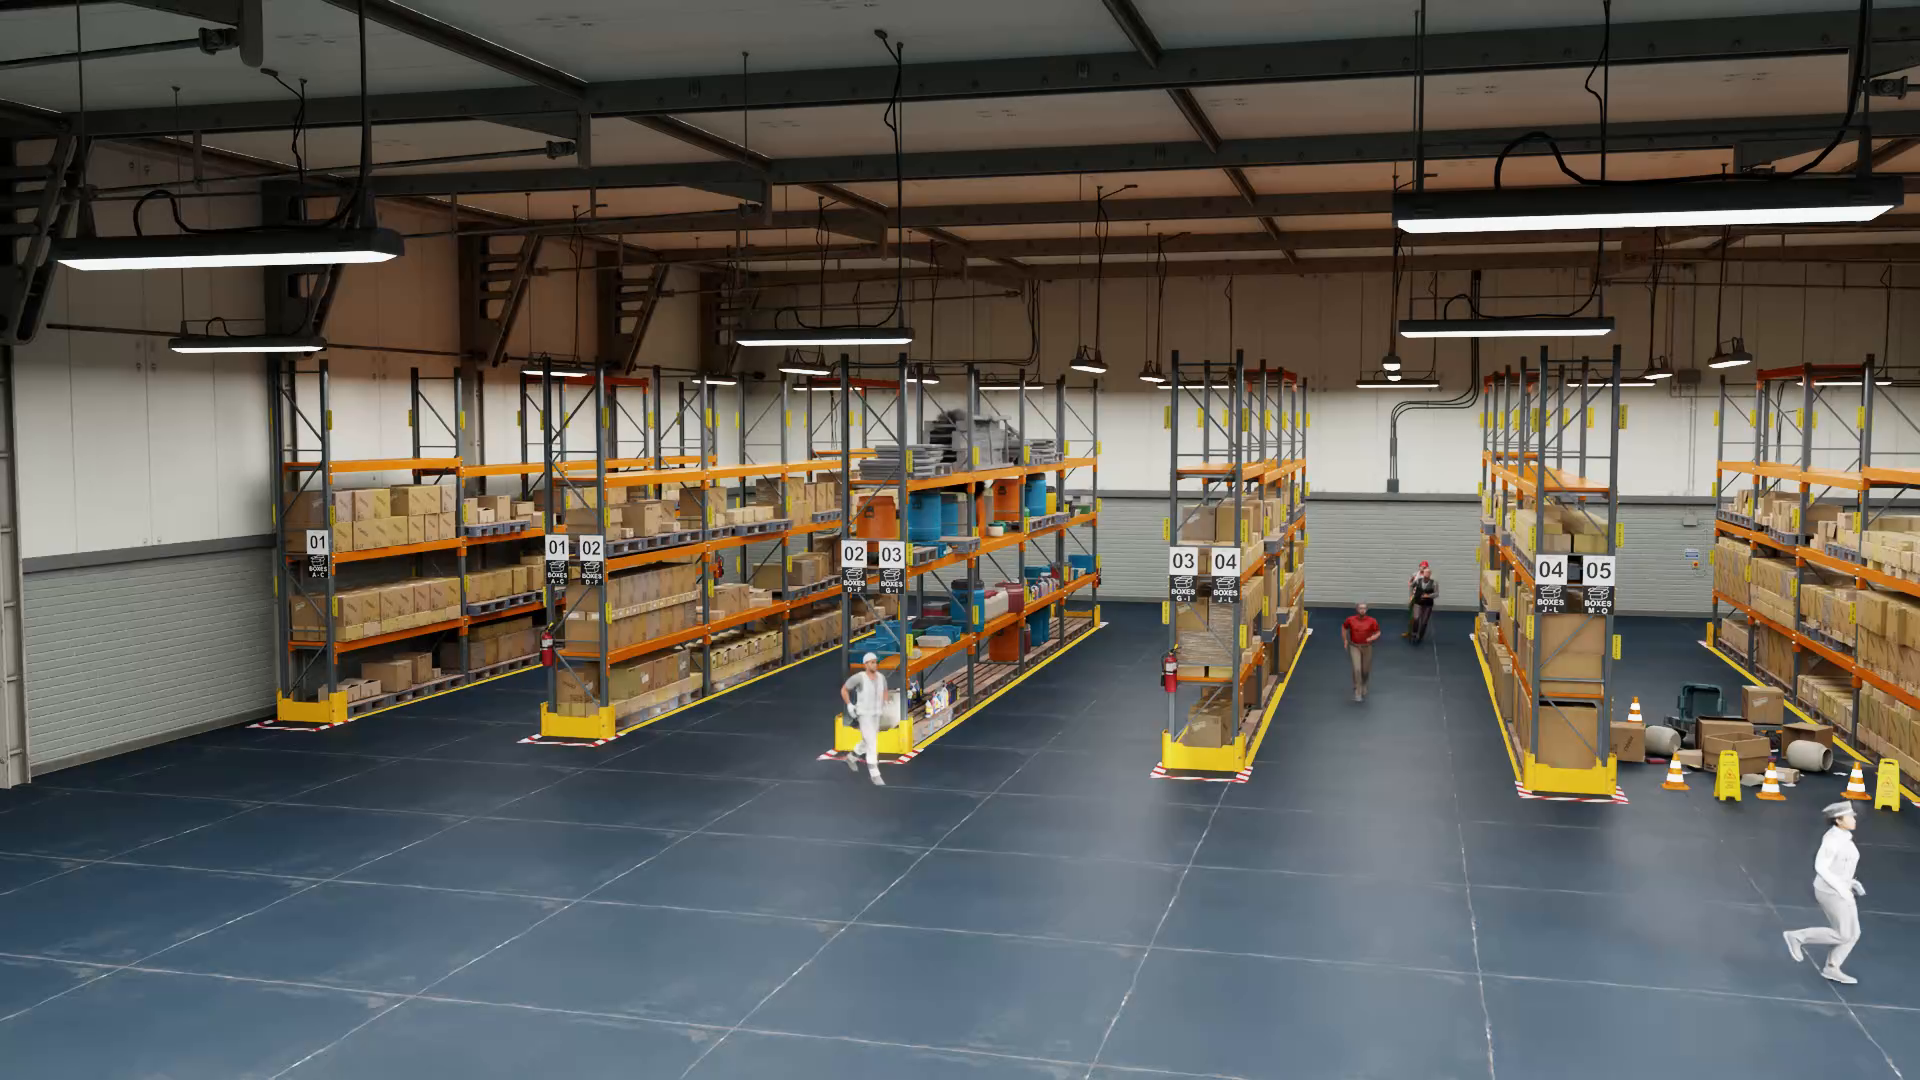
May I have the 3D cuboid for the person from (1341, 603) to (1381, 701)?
[{"bbox_3d":[7.210,1.981,29.900,0.679,1.726,0.898,1,4,8],"label":"person"}]

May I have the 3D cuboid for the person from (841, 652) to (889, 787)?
[{"bbox_3d":[-1.281,2.454,23.123,0.676,1.801,0.945,-4,6,-42],"label":"person"}]

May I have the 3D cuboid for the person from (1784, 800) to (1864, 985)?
[{"bbox_3d":[7.745,3.121,14.892,0.593,1.642,0.603,3,5,40],"label":"person"}]

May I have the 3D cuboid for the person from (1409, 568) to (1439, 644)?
[{"bbox_3d":[10.380,1.476,37.206,0.641,1.690,0.671,1,4,15],"label":"person"}]

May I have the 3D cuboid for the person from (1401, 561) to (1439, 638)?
[{"bbox_3d":[10.588,1.349,38.290,0.748,1.752,0.938,3,5,39],"label":"person"}]
